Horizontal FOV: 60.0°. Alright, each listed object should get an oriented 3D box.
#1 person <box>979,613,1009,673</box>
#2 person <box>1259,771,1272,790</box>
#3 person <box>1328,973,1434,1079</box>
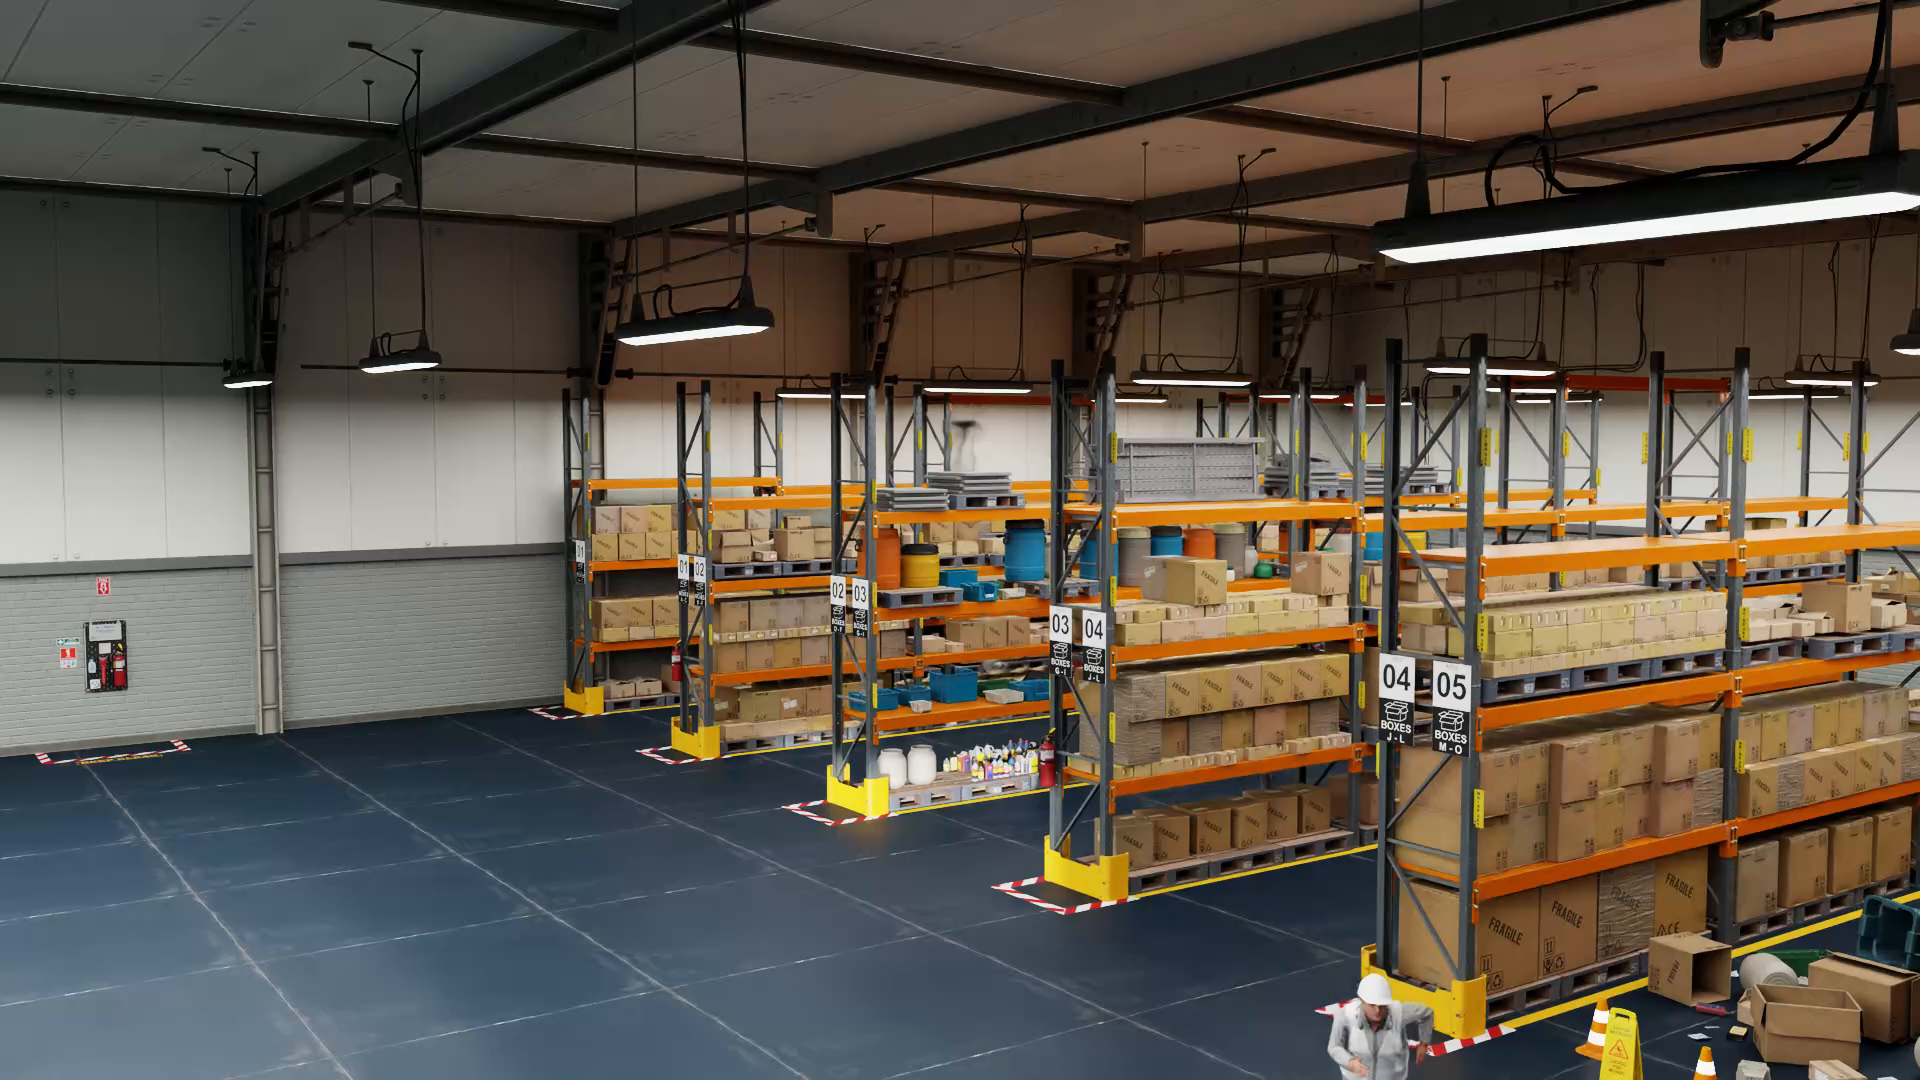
[{"bbox_3d":[0.656,2.165,33.724,0.799,1.711,0.655,-3,5,-37],"label":"person"},{"bbox_3d":[4.223,2.859,23.584,0.676,1.614,0.562,-3,5,-39],"label":"person"},{"bbox_3d":[2.815,3.626,11.152,0.689,1.606,0.926,1,4,13],"label":"person"}]
